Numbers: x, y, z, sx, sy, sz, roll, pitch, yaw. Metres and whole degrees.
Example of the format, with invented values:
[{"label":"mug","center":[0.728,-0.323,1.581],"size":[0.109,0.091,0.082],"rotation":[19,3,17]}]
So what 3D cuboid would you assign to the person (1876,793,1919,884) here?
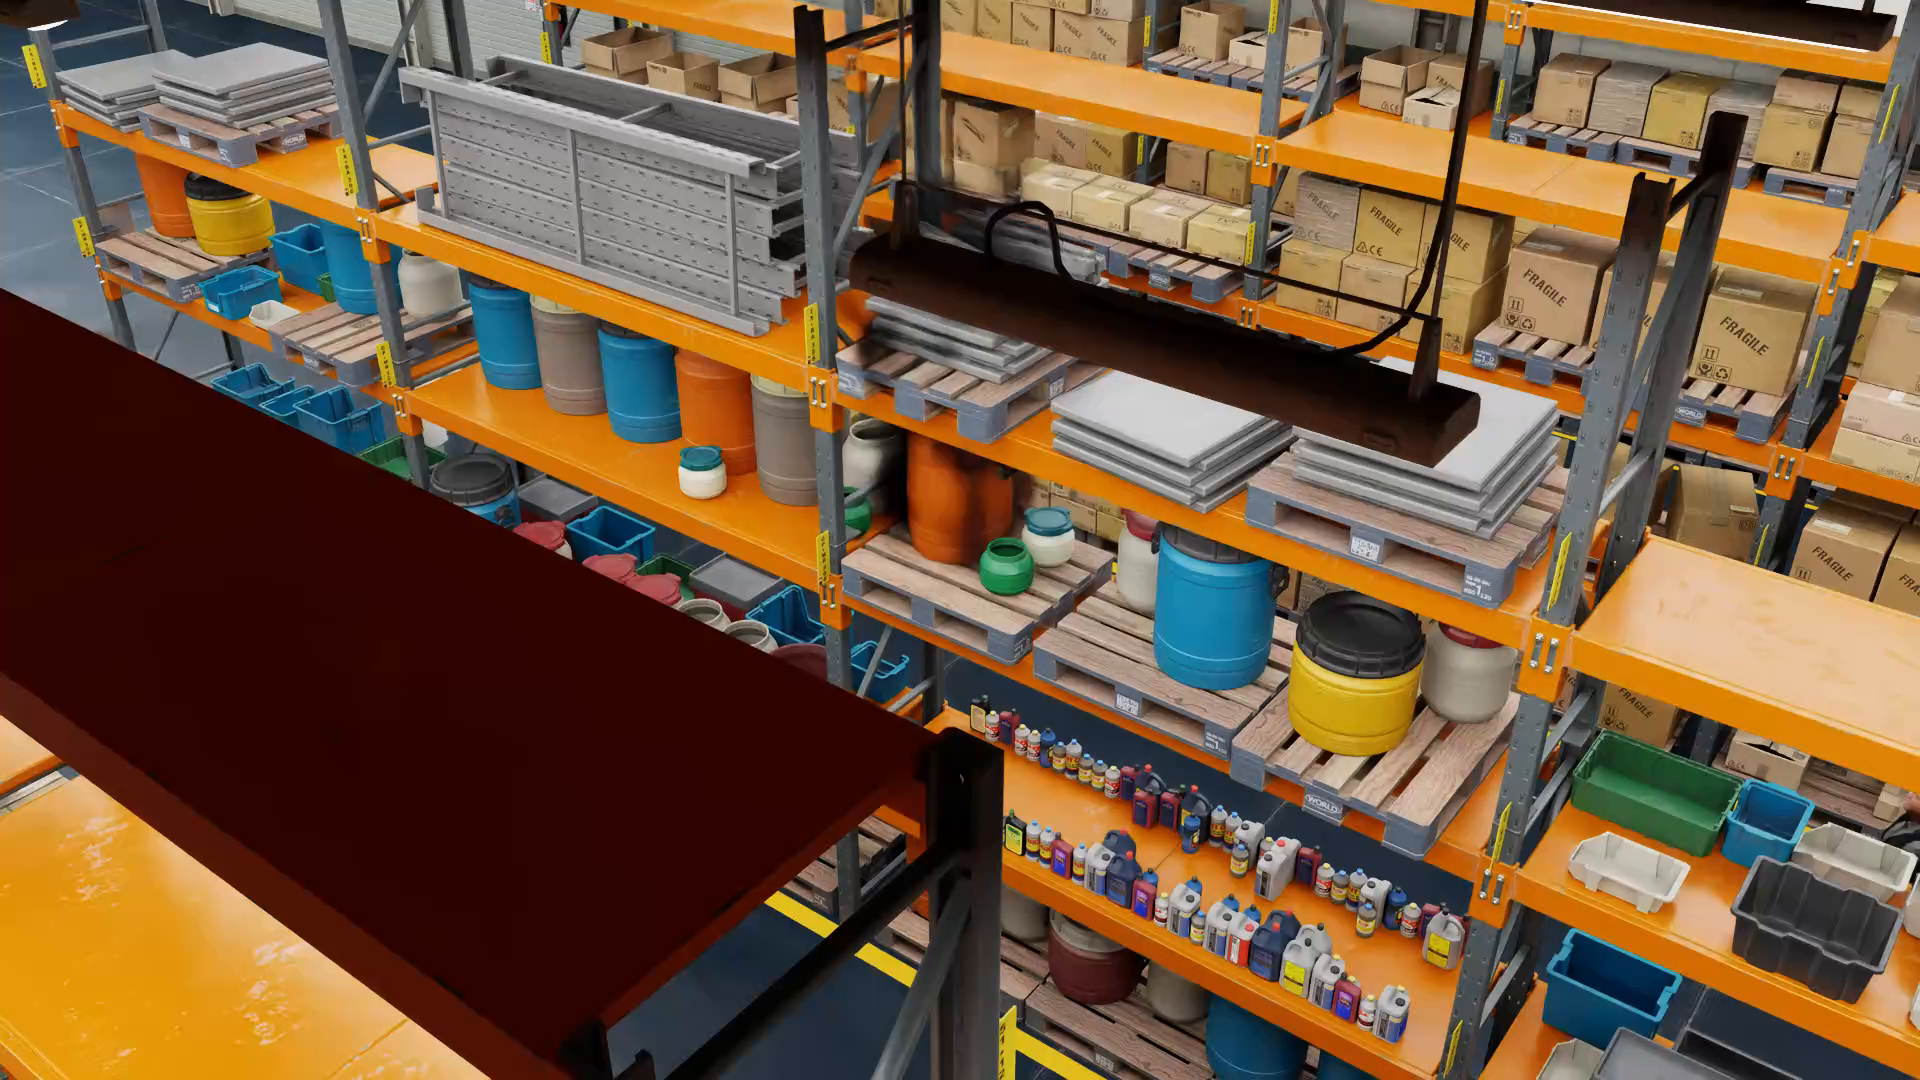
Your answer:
[{"label":"person","center":[5.670,2.202,10.070],"size":[0.689,1.751,0.617],"rotation":[21,37,30]}]

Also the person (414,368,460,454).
[{"label":"person","center":[-4.938,-1.106,15.426],"size":[0.909,1.814,0.597],"rotation":[12,33,19]}]
